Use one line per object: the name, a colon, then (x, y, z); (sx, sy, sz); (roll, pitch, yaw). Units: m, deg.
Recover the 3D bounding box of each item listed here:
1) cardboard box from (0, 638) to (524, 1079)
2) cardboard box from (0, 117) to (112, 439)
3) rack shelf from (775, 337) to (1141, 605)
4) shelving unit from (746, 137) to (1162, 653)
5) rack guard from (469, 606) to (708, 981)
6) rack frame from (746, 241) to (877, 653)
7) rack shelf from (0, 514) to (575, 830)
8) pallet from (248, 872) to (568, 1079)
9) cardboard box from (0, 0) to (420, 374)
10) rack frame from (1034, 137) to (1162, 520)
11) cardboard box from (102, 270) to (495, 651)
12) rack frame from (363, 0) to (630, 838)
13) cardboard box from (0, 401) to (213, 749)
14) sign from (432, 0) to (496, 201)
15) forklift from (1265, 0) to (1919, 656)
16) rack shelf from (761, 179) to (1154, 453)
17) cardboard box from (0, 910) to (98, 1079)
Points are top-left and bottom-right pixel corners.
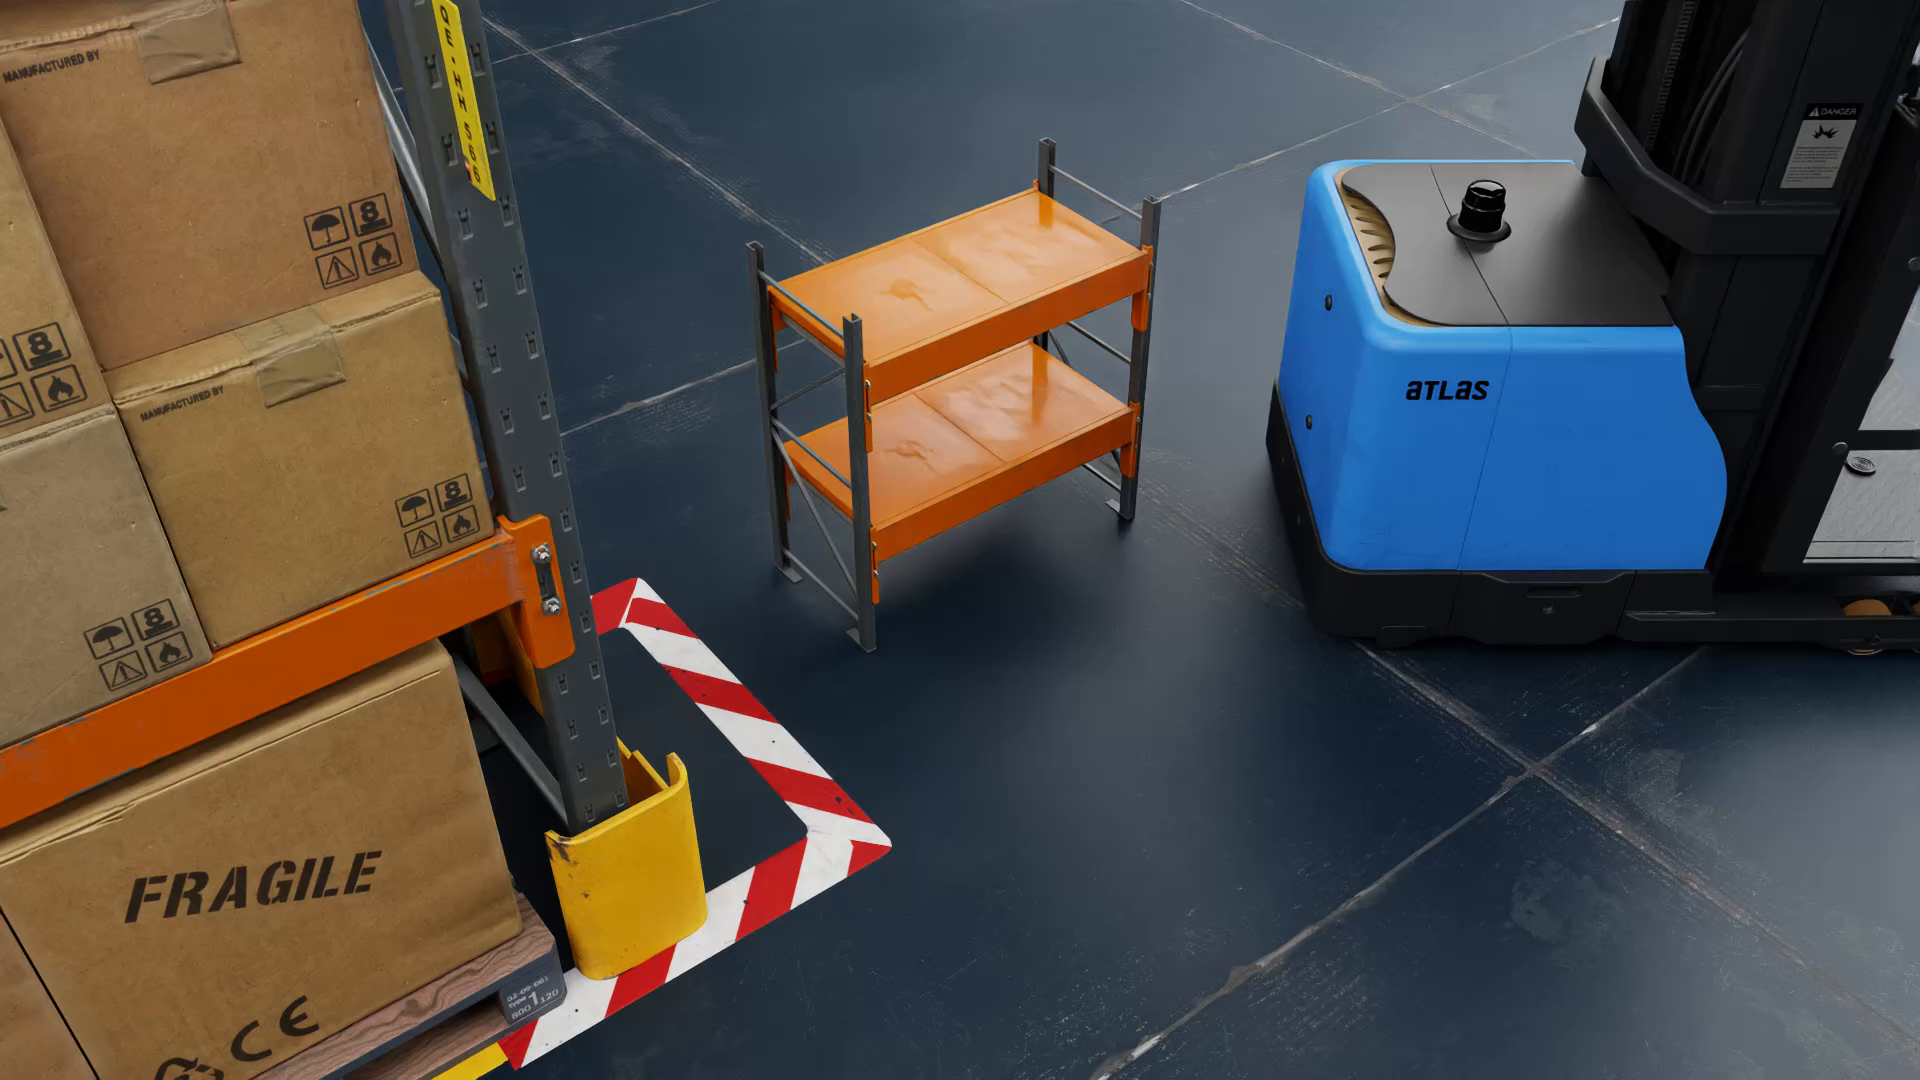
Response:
cardboard box: (-1.607, 0.512, 3.605); (0.875, 0.875, 0.875); (-26, 46, -28)
cardboard box: (-1.808, -0.535, 2.567); (0.550, 0.550, 0.875); (-26, 46, -28)
rack shelf: (-0.005, -0.243, 5.045); (1.000, 0.278, 0.538); (-26, 46, -28)
shelving unit: (-0.005, -0.432, 4.890); (1.048, 1.125, 0.538); (-26, 46, -28)
rack guard: (-1.091, 0.515, 4.228); (0.348, 0.500, 1.175); (-26, 46, -28)
rack frame: (-0.408, -0.236, 4.651); (0.032, 1.125, 0.500); (-26, 46, -28)
rack shelf: (-2.696, 0.609, 2.710); (4.000, 0.370, 1.077); (-26, 46, -28)
pallet: (-1.696, 0.984, 3.884); (1.213, 0.211, 1.003); (-26, 46, -28)
cardboard box: (-1.428, -0.794, 2.883); (0.550, 0.550, 0.875); (-26, 46, -28)
rack frame: (0.398, -0.629, 5.130); (0.032, 1.125, 0.500); (-26, 46, -28)
cardboard box: (-1.376, -0.334, 3.174); (0.550, 0.550, 0.875); (-26, 46, -28)
rack frame: (-1.110, -0.442, 3.424); (0.127, 3.000, 1.000); (-26, 46, -28)
cardboard box: (-1.799, -0.110, 2.901); (0.550, 0.550, 0.875); (-26, 46, -28)
sign: (-0.790, -0.703, 2.642); (0.005, 0.325, 0.100); (-26, 46, -28)
forklift: (2.533, -1.136, 4.324); (3.031, 2.935, 1.130); (0, 39, 0)
rack shelf: (-0.005, -0.659, 4.704); (1.000, 0.278, 0.538); (-26, 46, -28)
cardboard box: (-2.304, 0.853, 3.189); (0.875, 0.875, 0.875); (-27, 46, -29)
